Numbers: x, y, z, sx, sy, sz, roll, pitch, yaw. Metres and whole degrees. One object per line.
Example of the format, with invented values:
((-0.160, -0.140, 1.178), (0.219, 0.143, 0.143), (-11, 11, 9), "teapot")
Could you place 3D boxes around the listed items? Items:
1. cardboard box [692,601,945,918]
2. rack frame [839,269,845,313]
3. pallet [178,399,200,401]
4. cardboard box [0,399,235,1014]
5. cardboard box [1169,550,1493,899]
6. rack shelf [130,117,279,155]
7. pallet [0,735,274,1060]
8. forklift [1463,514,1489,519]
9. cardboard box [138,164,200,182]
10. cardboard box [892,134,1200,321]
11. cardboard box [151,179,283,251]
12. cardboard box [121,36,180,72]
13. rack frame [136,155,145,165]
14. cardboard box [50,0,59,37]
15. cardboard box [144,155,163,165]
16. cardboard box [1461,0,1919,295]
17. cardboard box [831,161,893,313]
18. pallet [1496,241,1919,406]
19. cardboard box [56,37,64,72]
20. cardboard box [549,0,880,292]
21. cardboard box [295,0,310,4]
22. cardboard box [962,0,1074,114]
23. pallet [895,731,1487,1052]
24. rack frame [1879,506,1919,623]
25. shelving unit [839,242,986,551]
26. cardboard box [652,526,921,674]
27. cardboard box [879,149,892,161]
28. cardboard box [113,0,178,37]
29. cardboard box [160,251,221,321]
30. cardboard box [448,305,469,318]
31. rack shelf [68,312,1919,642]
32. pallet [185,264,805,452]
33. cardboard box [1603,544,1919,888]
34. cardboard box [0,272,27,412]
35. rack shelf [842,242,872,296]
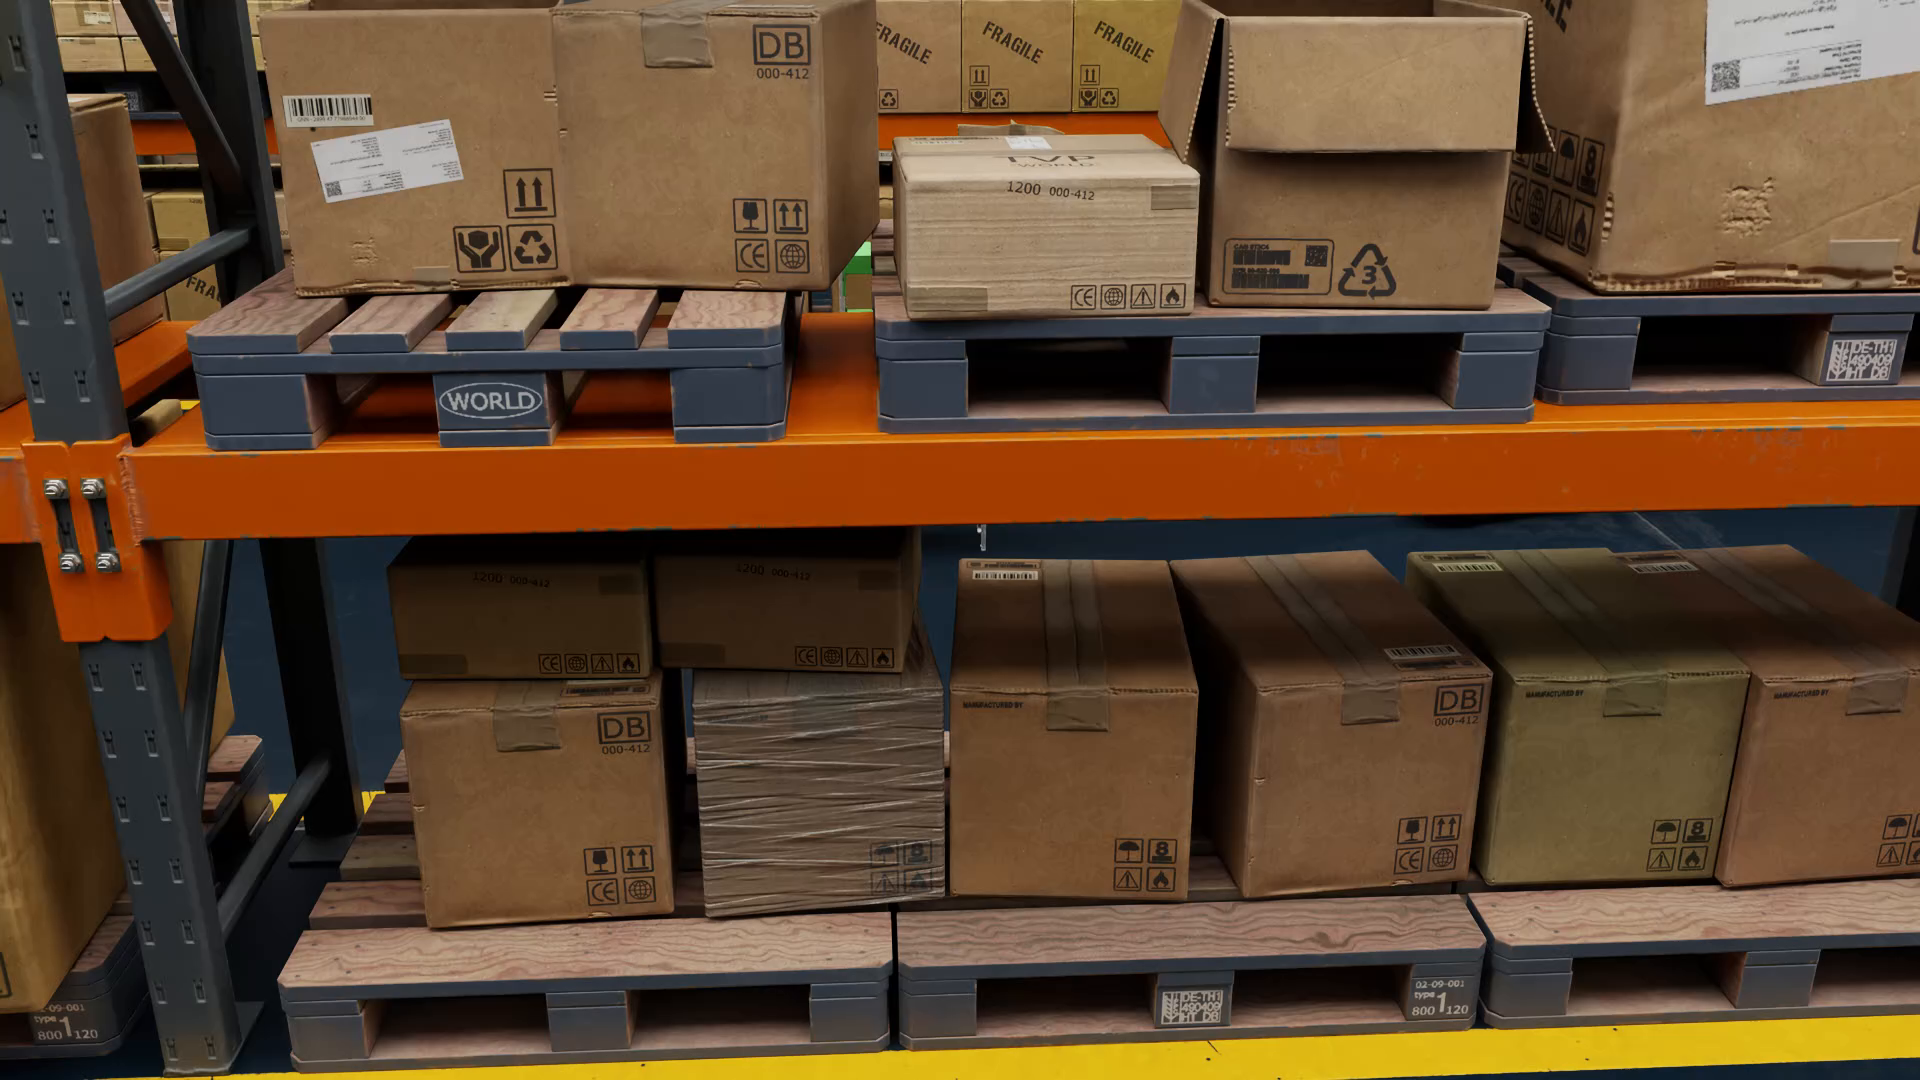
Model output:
((-0.328, 0.416, 3.707), (0.500, 0.500, 0.700), (-3, 21, -8), "cardboard box")
((-0.409, -0.552, 5.886), (0.015, 1.200, 0.240), (-1, 21, -3), "rack frame")
((-3.726, -0.932, 8.271), (1.213, 0.211, 1.003), (-1, 21, -3), "pallet")
((-2.239, 0.294, 3.530), (0.875, 0.875, 1.225), (-2, 21, -6), "cardboard box")
((0.795, 0.391, 3.773), (0.500, 0.500, 0.700), (-3, 21, -8), "cardboard box")
((-3.727, -1.897, 7.899), (4.000, 0.370, 1.077), (-1, 21, -3), "rack shelf")
((-2.340, 0.783, 3.769), (1.213, 0.211, 1.003), (-1, 21, -3), "pallet")
((2.961, -1.758, 6.619), (3.031, 2.935, 1.130), (-8, 22, -19), "forklift")
((-3.954, -1.697, 8.233), (0.500, 0.250, 0.500), (-2, 21, -5), "cardboard box")
((0.138, -0.588, 3.071), (0.500, 0.250, 0.500), (-2, 21, -5), "cardboard box")
((-3.410, -1.526, 7.783), (0.500, 0.250, 0.500), (-1, 21, -2), "cardboard box")
((-3.478, -2.155, 7.329), (0.250, 0.149, 0.380), (-1, 21, -1), "cardboard box")
((-6.108, -3.949, 12.277), (0.127, 3.000, 1.000), (-1, 21, -3), "rack frame")
((-3.995, -2.283, 7.248), (0.250, 0.149, 0.380), (-2, 21, -4), "cardboard box")
((-6.741, -2.973, 12.725), (0.875, 0.438, 0.875), (-1, 21, -4), "cardboard box")
((1.644, -1.101, 3.364), (1.000, 1.000, 1.000), (-1, 21, -3), "cardboard box")
((-0.245, -1.418, 8.201), (0.750, 0.750, 1.050), (-1, 21, -2), "cardboard box")
((1.674, -0.538, 3.587), (1.213, 0.211, 1.003), (-1, 21, -3), "pallet")
((-4.001, -2.144, 7.301), (0.250, 0.149, 0.380), (-2, 21, -4), "cardboard box")
((-0.460, -0.825, 3.341), (0.500, 0.500, 0.700), (2, 21, 5), "cardboard box")
((-2.727, -2.308, 7.311), (0.250, 0.149, 0.380), (-1, 21, -2), "cardboard box")
((0.241, -2.264, 7.712), (0.500, 0.500, 0.500), (-1, 21, -4), "cardboard box")
((0.447, 0.754, 3.843), (1.213, 0.211, 1.003), (-1, 21, -3), "pallet")
((2.445, -0.591, 3.458), (0.127, 3.000, 1.000), (-1, 21, -3), "rack frame")
((-0.165, -0.557, 5.899), (0.503, 1.200, 0.258), (-1, 21, -3), "shelving unit")
((-0.352, 0.064, 3.579), (0.500, 0.250, 0.500), (1, 21, 3), "cardboard box")
((-0.813, -3.024, 12.951), (0.625, 0.372, 0.950), (-2, 21, -4), "cardboard box")
((-3.486, -2.293, 7.272), (0.250, 0.149, 0.380), (-1, 21, -2), "cardboard box")
((-3.418, -1.170, 7.901), (0.500, 0.500, 0.500), (-2, 21, -5), "cardboard box")
((-2.373, -1.196, 7.968), (0.500, 0.500, 0.500), (-1, 21, -3), "cardboard box")
((0.448, -0.214, 3.479), (4.000, 0.370, 1.077), (-1, 21, -3), "rack shelf")
((-0.843, -0.472, 3.416), (1.003, 0.211, 1.213), (-1, 21, -3), "pallet")
((1.831, 0.376, 3.811), (0.500, 0.500, 0.700), (-3, 21, -7), "cardboard box")
((-2.027, -0.458, 2.969), (0.500, 0.500, 0.500), (-1, 21, -1), "cardboard box")
((-0.165, -0.946, 5.751), (0.480, 0.148, 0.258), (-1, 21, -3), "rack shelf")
